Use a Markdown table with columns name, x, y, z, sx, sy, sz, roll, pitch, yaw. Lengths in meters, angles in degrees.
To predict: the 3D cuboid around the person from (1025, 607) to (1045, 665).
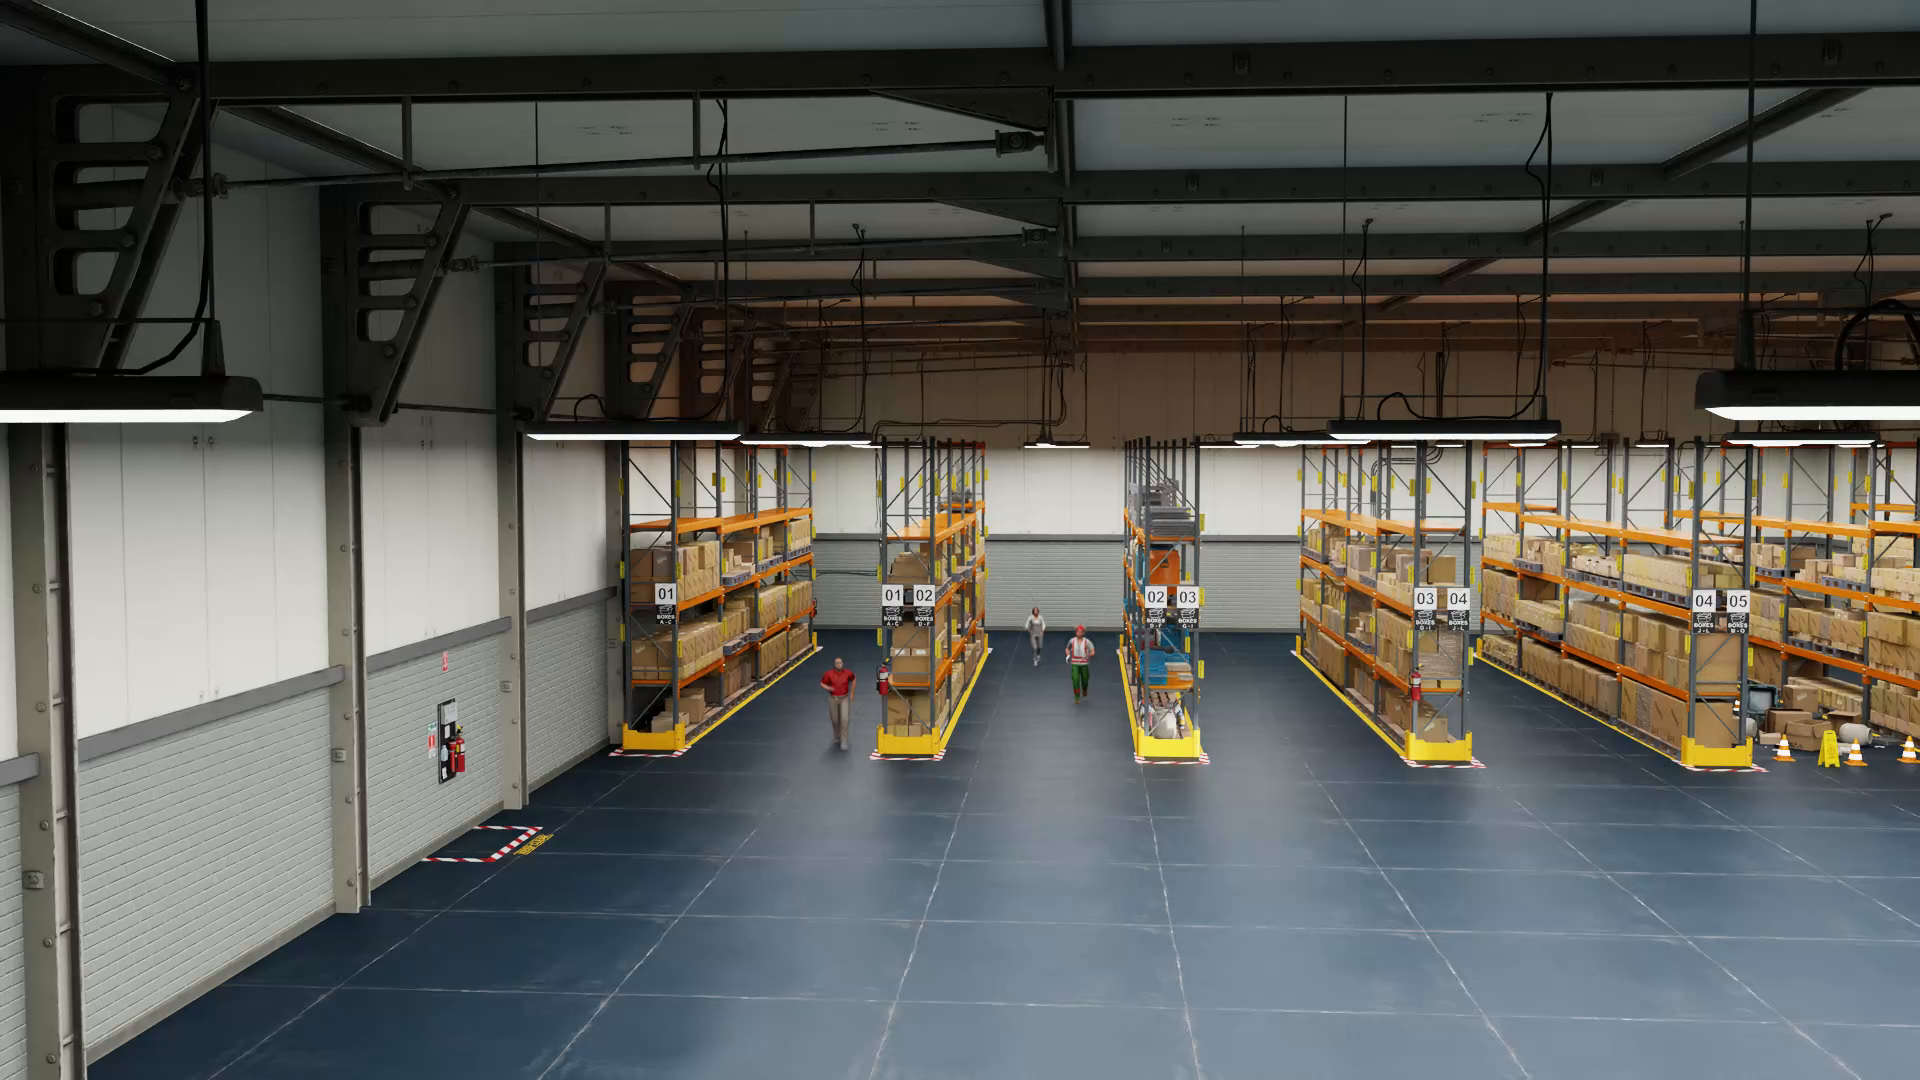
| name | x | y | z | sx | sy | sz | roll | pitch | yaw |
| --- | --- | --- | --- | --- | --- | --- | --- | --- | --- |
| person | 2.017 | 2.615 | 44.419 | 0.551 | 1.472 | 0.535 | 0 | 3 | -5 |

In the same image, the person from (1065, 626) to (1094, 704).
| name | x | y | z | sx | sy | sz | roll | pitch | yaw |
| --- | --- | --- | --- | --- | --- | --- | --- | --- | --- |
| person | 2.716 | 2.826 | 37.765 | 0.668 | 1.758 | 0.850 | 0 | 3 | 8 |

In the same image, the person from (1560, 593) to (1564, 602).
| name | x | y | z | sx | sy | sz | roll | pitch | yaw |
| --- | --- | --- | --- | --- | --- | --- | --- | --- | --- |
| person | 17.044 | 2.335 | 47.119 | 0.826 | 1.735 | 0.715 | 0 | 3 | 0 |

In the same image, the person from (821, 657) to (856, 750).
| name | x | y | z | sx | sy | sz | roll | pitch | yaw |
| --- | --- | --- | --- | --- | --- | --- | --- | --- | --- |
| person | -2.358 | 3.143 | 32.257 | 0.689 | 1.754 | 0.945 | 0 | 3 | -3 |
